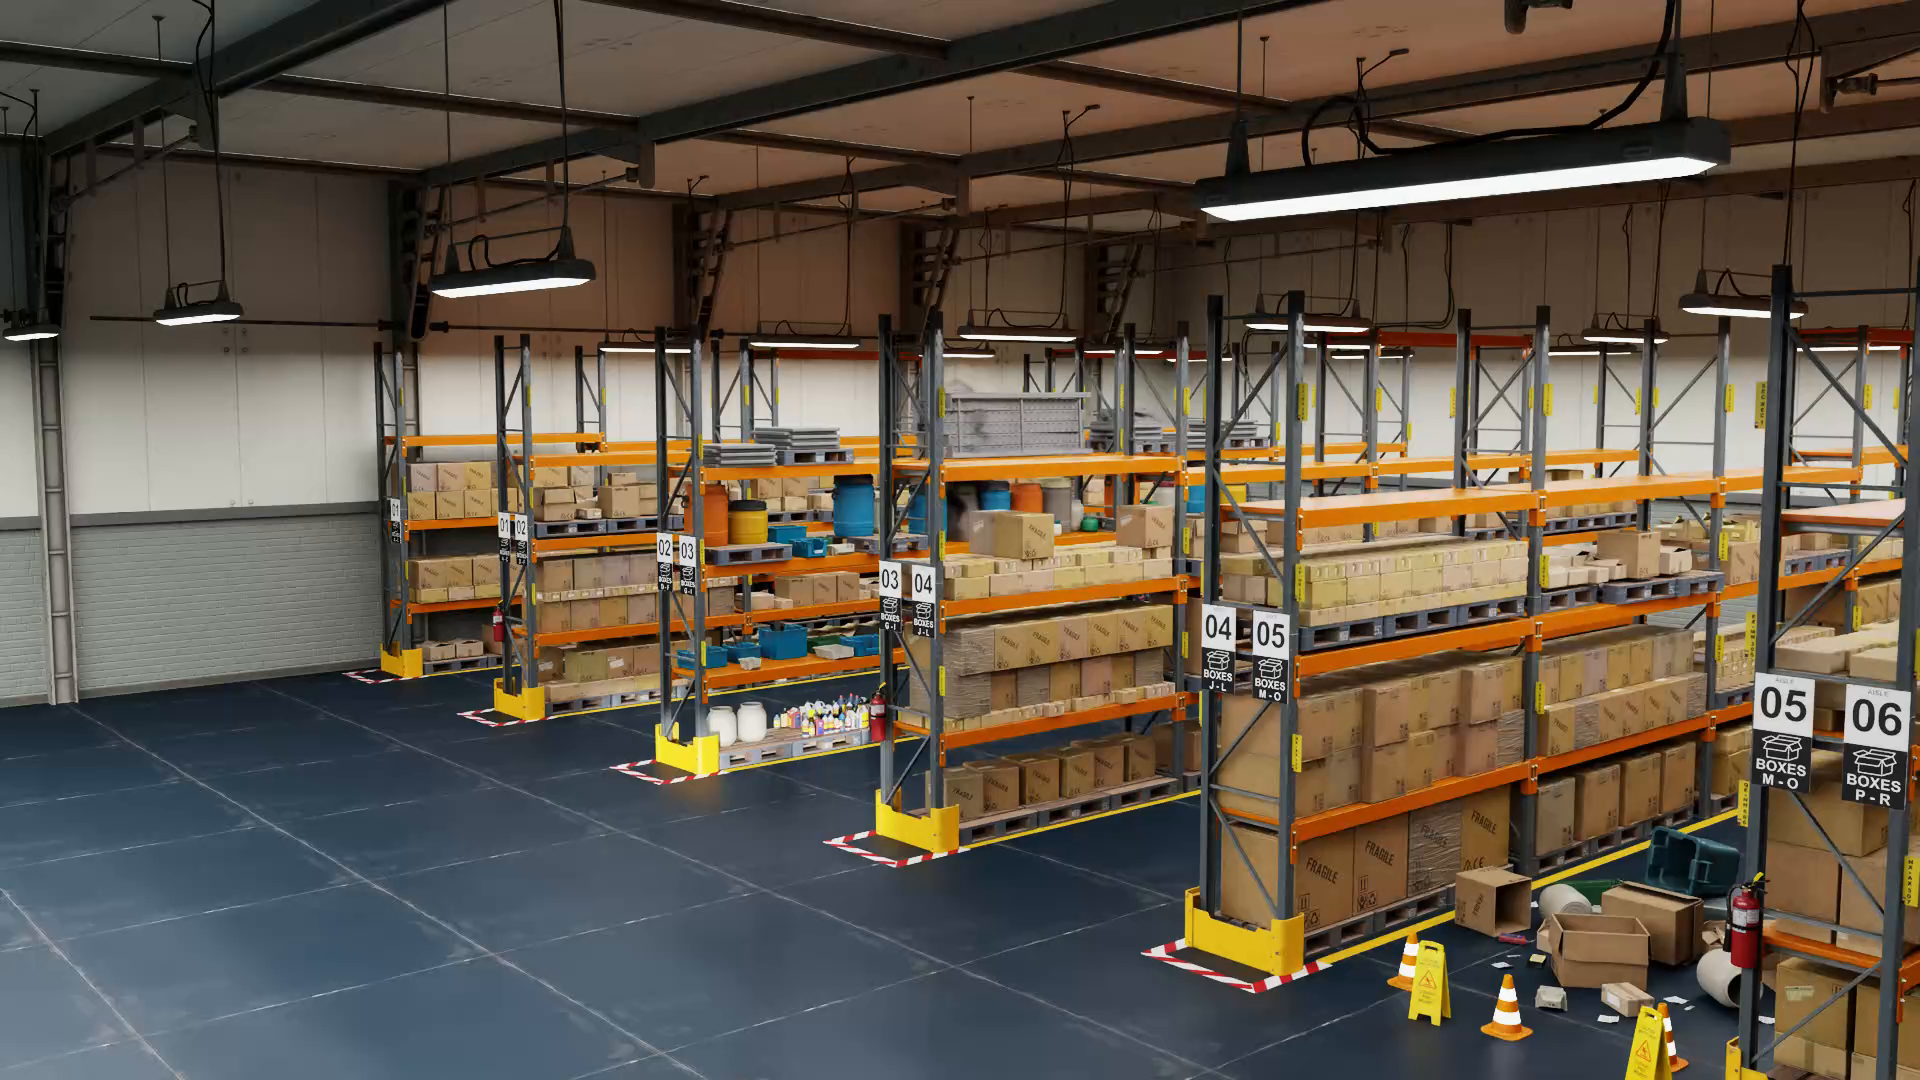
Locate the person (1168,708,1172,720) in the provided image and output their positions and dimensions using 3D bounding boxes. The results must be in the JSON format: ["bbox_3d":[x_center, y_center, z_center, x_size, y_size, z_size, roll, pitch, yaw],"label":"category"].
[{"bbox_3d":[3.143,1.811,24.993,0.586,1.766,0.650,4,7,40],"label":"person"}]
